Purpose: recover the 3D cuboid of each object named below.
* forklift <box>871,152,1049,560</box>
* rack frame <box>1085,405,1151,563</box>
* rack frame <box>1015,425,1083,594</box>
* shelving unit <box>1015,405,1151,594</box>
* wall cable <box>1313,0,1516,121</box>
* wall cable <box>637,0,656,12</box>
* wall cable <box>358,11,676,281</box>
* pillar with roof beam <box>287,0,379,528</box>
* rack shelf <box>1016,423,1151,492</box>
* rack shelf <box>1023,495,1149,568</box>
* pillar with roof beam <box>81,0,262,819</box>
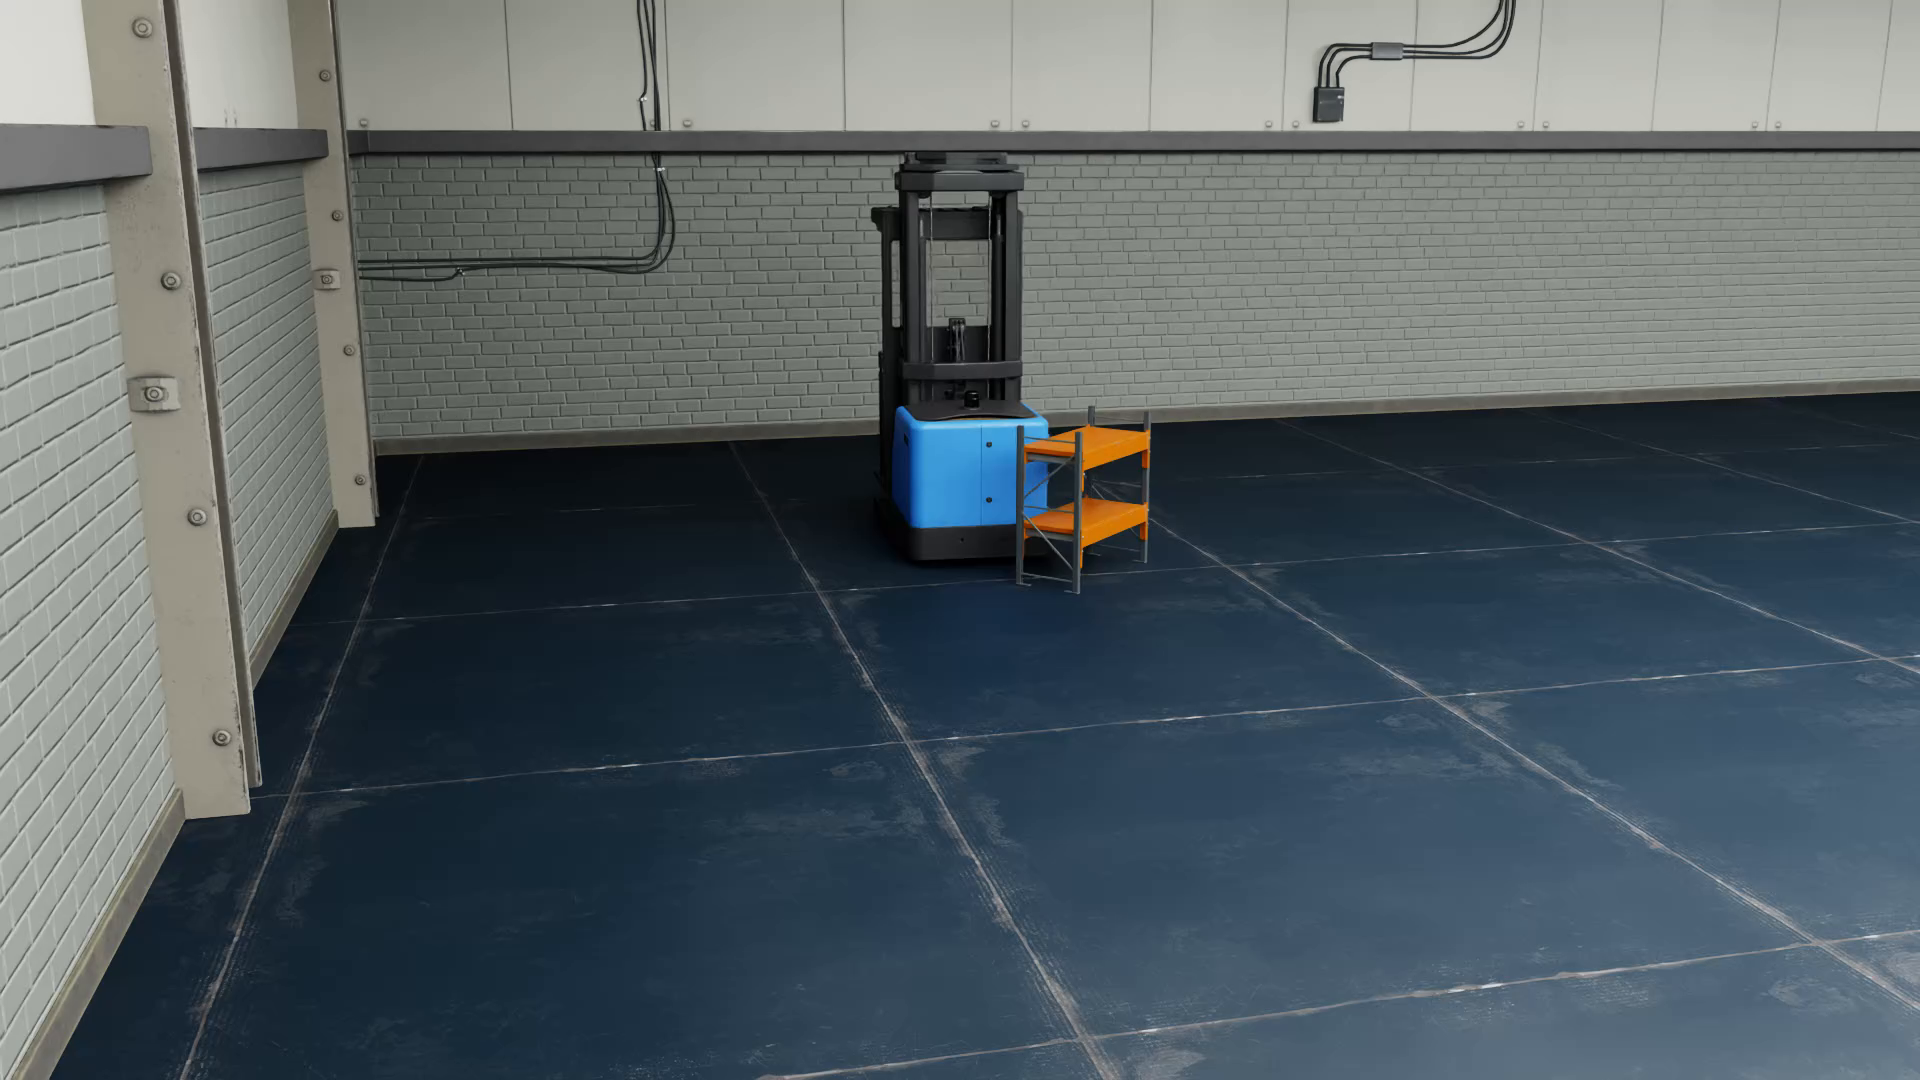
[{"bbox_3d":[-0.102,-1.578,13.210,1.130,2.935,3.031,-2,14,-10],"label":"forklift"},{"bbox_3d":[1.160,-0.411,12.240,0.500,1.125,0.032,9,16,32],"label":"rack frame"},{"bbox_3d":[0.607,-0.209,11.412,0.500,1.125,0.032,9,16,32],"label":"rack frame"},{"bbox_3d":[0.884,-0.310,11.826,0.538,1.125,1.048,9,16,32],"label":"shelving unit"},{"bbox_3d":[4.915,-7.452,17.304,2.305,6.003,0.169,-3,14,-13],"label":"wall cable"},{"bbox_3d":[-1.687,-6.370,15.943,3.097,2.526,0.112,-3,14,-13],"label":"wall cable"},{"bbox_3d":[-4.316,-3.766,15.925,3.097,2.526,0.112,-3,14,-13],"label":"wall cable"},{"bbox_3d":[-0.725,-4.761,13.455,9.100,9.000,0.400,-3,14,-13],"label":"pillar with roof beam"},{"bbox_3d":[0.884,-0.594,11.757,0.538,0.278,1.000,9,16,32],"label":"rack shelf"},{"bbox_3d":[0.884,-0.073,11.884,0.538,0.278,1.000,9,16,32],"label":"rack shelf"},{"bbox_3d":[0.684,-3.377,7.789,9.100,9.000,0.400,-3,14,-13],"label":"pillar with roof beam"}]
